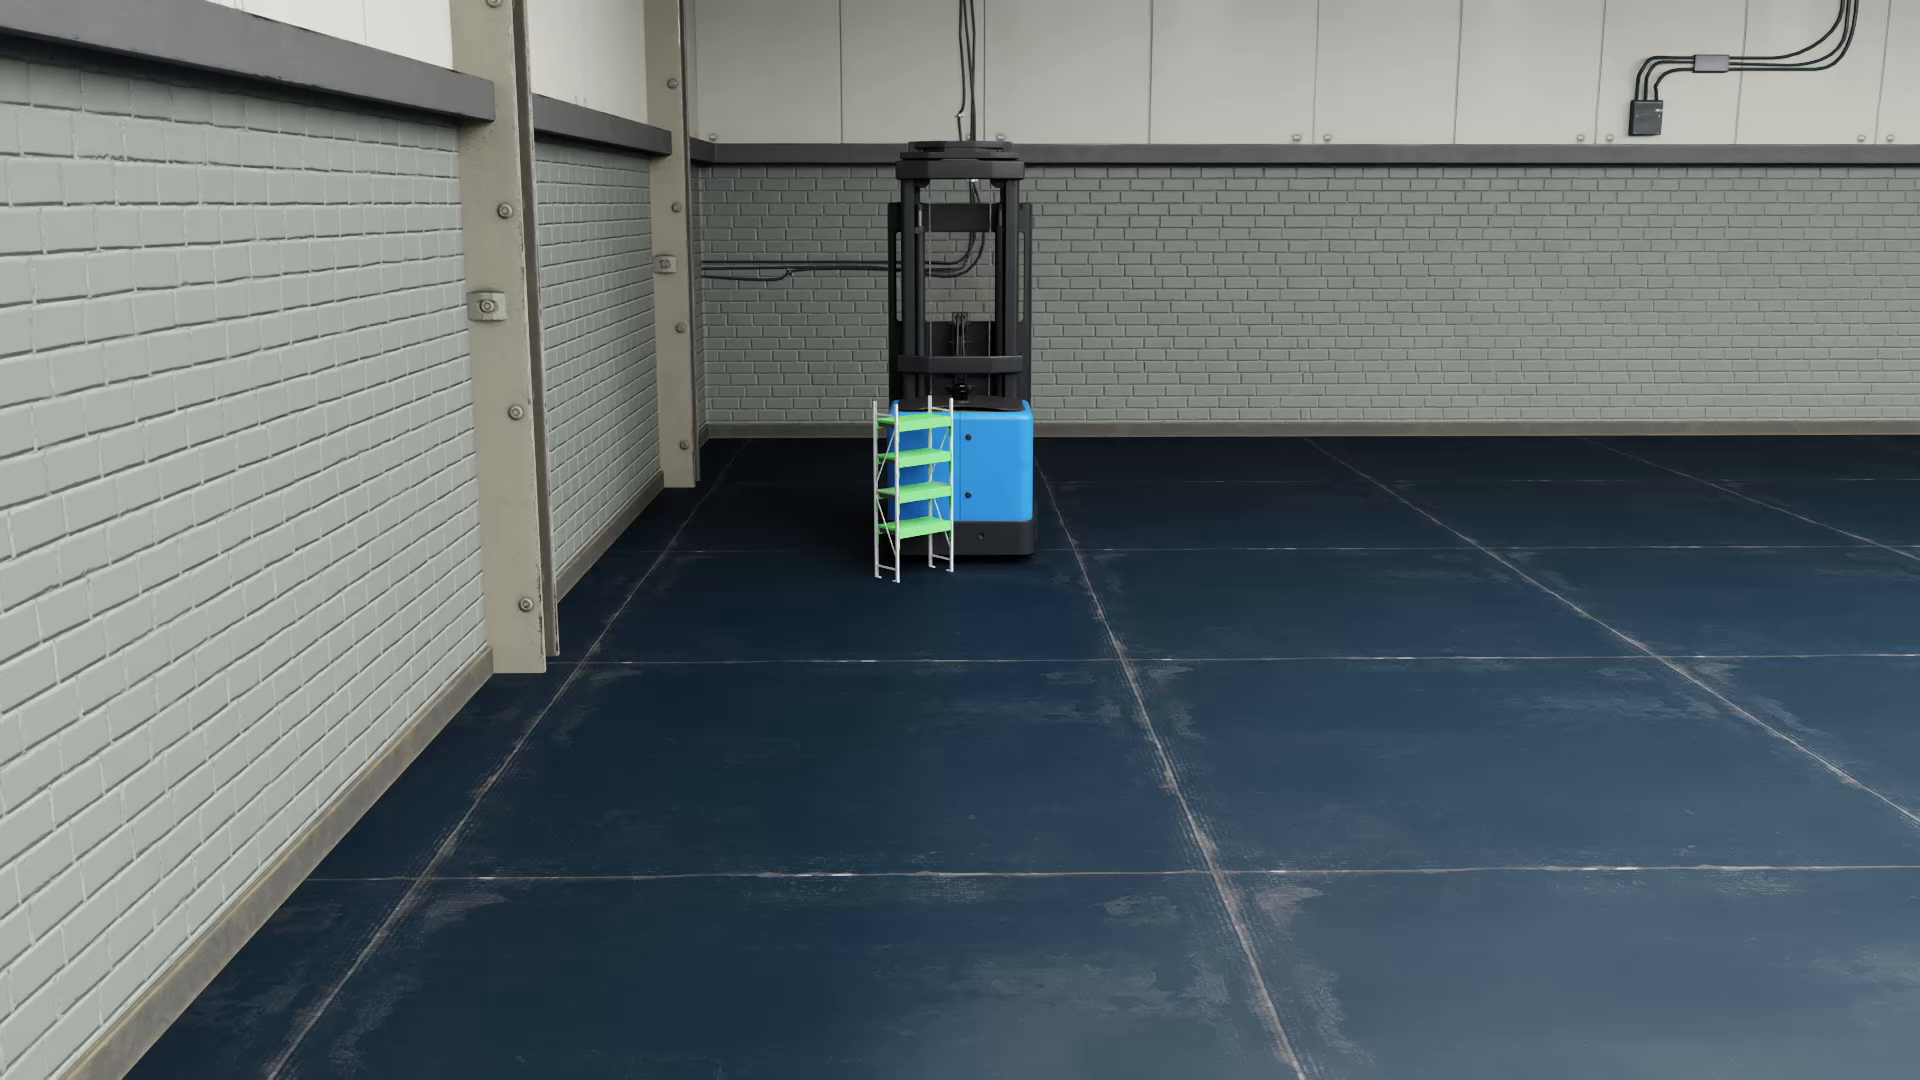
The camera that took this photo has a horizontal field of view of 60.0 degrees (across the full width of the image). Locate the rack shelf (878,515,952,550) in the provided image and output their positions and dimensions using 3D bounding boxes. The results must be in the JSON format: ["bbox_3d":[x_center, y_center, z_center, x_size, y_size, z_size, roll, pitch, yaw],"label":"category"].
[{"bbox_3d":[-0.314,-0.055,11.343,0.480,0.148,0.258,-10,15,-41],"label":"rack shelf"}]

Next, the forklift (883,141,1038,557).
[{"bbox_3d":[0.000,-1.561,12.881,1.130,2.935,3.031,0,11,0],"label":"forklift"}]

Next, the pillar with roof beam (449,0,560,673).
[{"bbox_3d":[1.892,-3.747,8.394,9.100,9.000,0.400,0,11,-1],"label":"pillar with roof beam"}]

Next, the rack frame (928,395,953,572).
[{"bbox_3d":[-0.134,-0.386,11.443,0.015,1.200,0.240,-10,15,-41],"label":"rack frame"}]

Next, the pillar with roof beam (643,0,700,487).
[{"bbox_3d":[1.768,-4.939,14.273,9.100,9.000,0.400,0,11,-1],"label":"pillar with roof beam"}]

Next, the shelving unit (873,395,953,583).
[{"bbox_3d":[-0.314,-0.353,11.282,0.503,1.200,0.258,-10,15,-41],"label":"shelving unit"}]

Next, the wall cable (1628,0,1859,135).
[{"bbox_3d":[8.217,-7.215,16.938,2.305,6.003,0.169,0,11,-1],"label":"wall cable"}]

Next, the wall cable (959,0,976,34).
[{"bbox_3d":[1.430,-6.477,16.960,3.097,2.526,0.112,0,11,-1],"label":"wall cable"}]

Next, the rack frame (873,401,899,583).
[{"bbox_3d":[-0.494,-0.320,11.121,0.015,1.200,0.240,-10,15,-41],"label":"rack frame"}]

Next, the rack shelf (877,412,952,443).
[{"bbox_3d":[-0.314,-0.761,11.199,0.480,0.148,0.258,-10,15,-41],"label":"rack shelf"}]

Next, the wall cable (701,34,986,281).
[{"bbox_3d":[-1.275,-3.991,17.408,3.097,2.526,0.112,0,11,-1],"label":"wall cable"}]

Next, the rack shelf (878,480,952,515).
[{"bbox_3d":[-0.314,-0.291,11.295,0.480,0.148,0.258,-10,15,-41],"label":"rack shelf"}]

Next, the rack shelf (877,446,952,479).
[{"bbox_3d":[-0.314,-0.526,11.247,0.480,0.148,0.258,-10,15,-41],"label":"rack shelf"}]
